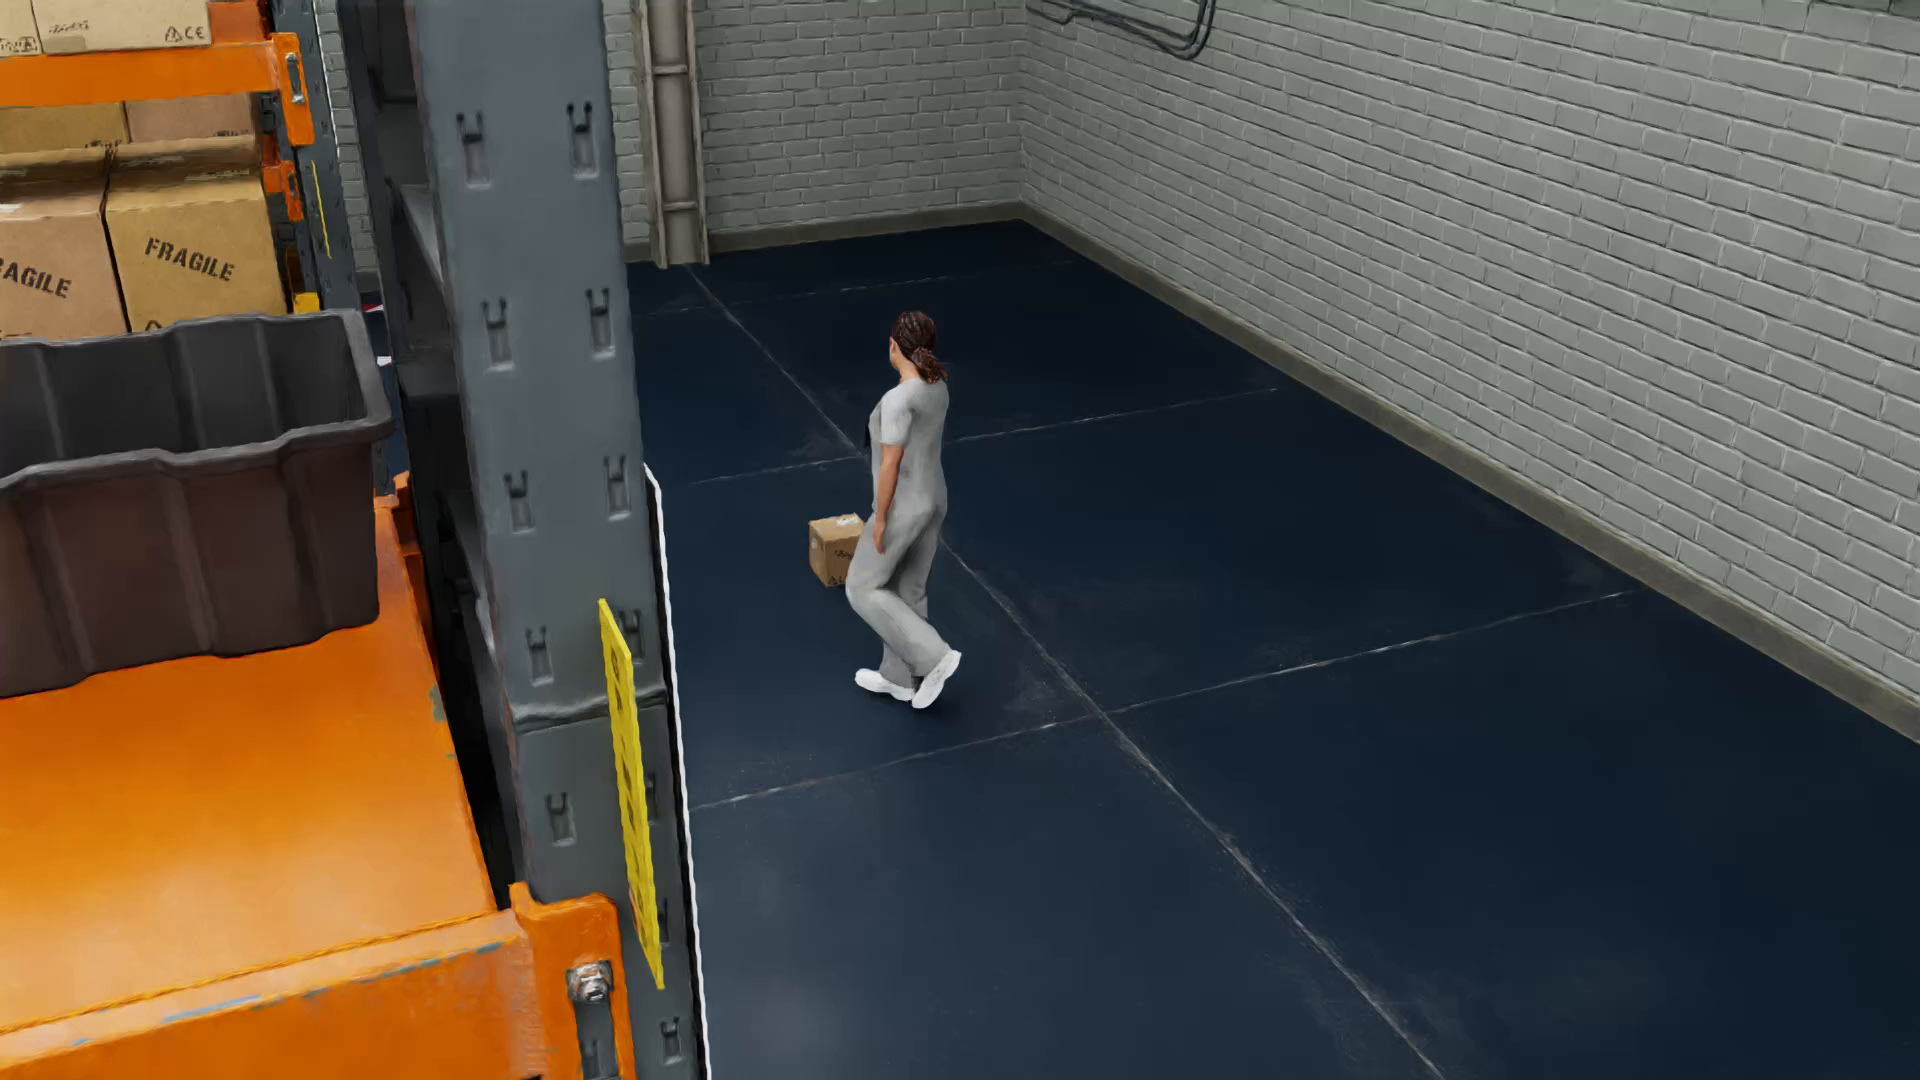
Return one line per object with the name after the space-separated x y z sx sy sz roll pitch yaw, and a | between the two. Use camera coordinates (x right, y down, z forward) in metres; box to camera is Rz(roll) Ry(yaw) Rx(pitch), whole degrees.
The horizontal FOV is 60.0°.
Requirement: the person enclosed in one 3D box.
-0.178 -0.006 6.890 0.526 1.416 0.510 12 28 23 | person
